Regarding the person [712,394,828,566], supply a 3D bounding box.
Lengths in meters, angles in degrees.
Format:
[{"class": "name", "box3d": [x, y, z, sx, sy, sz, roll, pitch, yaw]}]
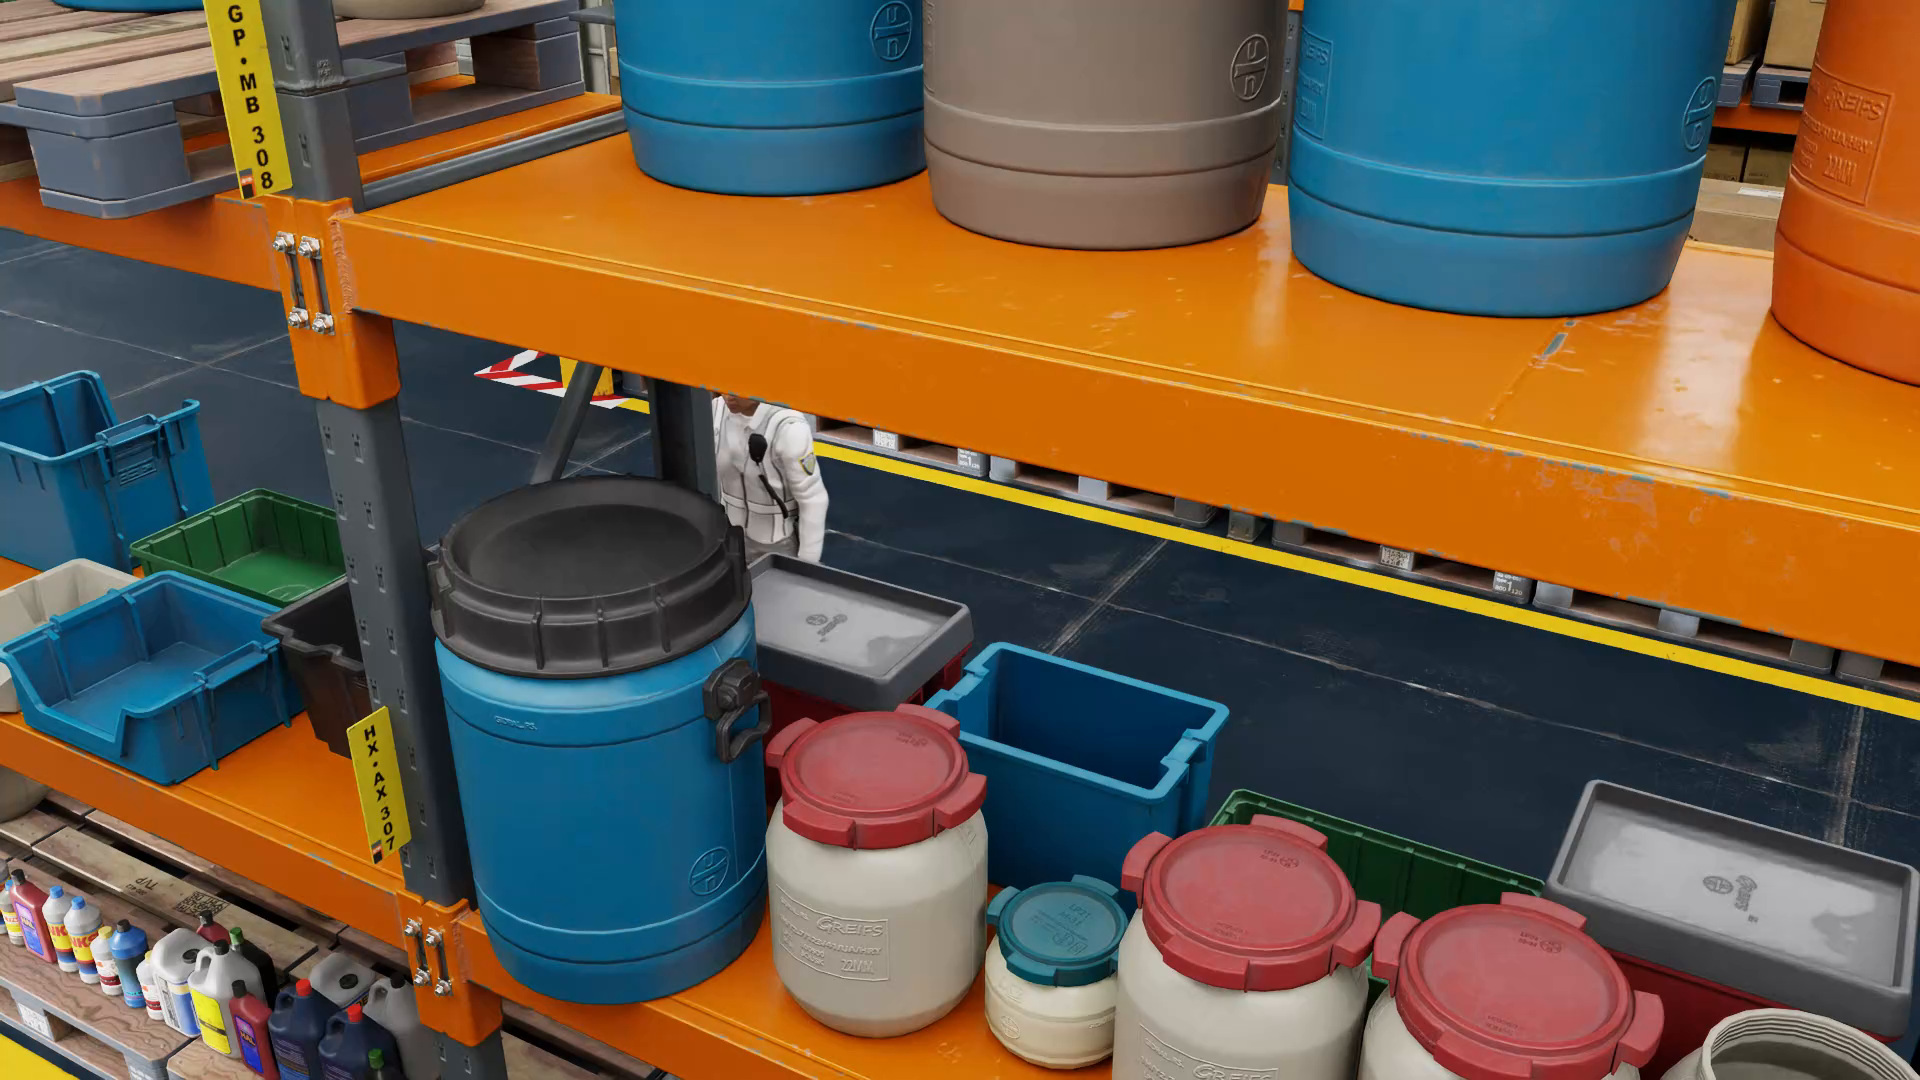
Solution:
[{"class": "person", "box3d": [-0.729, 0.038, 6.036, 0.529, 1.664, 0.403, 14, 30, 26]}]
